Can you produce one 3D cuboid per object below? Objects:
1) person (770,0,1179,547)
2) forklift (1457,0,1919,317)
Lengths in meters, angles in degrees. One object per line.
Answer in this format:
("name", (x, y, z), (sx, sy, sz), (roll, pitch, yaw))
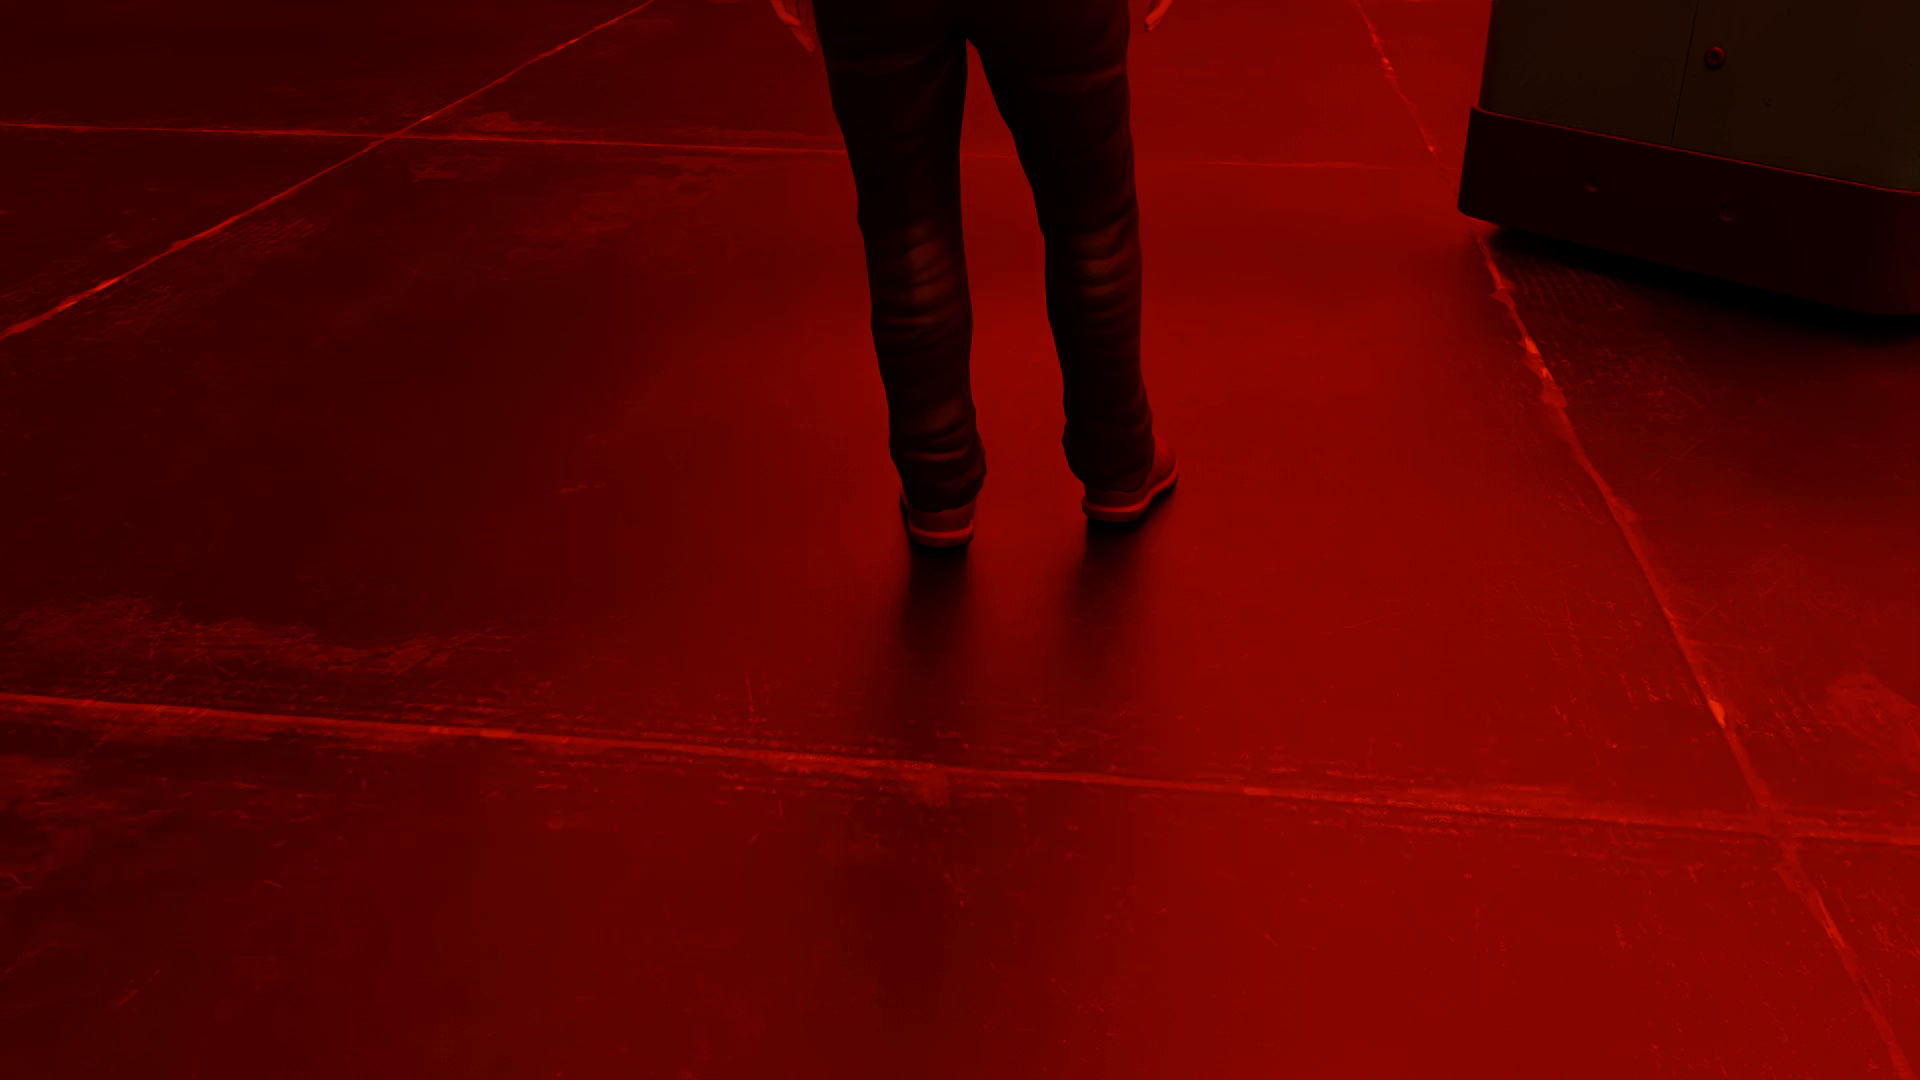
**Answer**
("person", (0.034, -0.782, 2.205), (0.599, 1.650, 0.503), (3, 27, 7))
("forklift", (2.617, -2.273, 3.772), (3.031, 2.935, 1.130), (-20, 33, -35))
